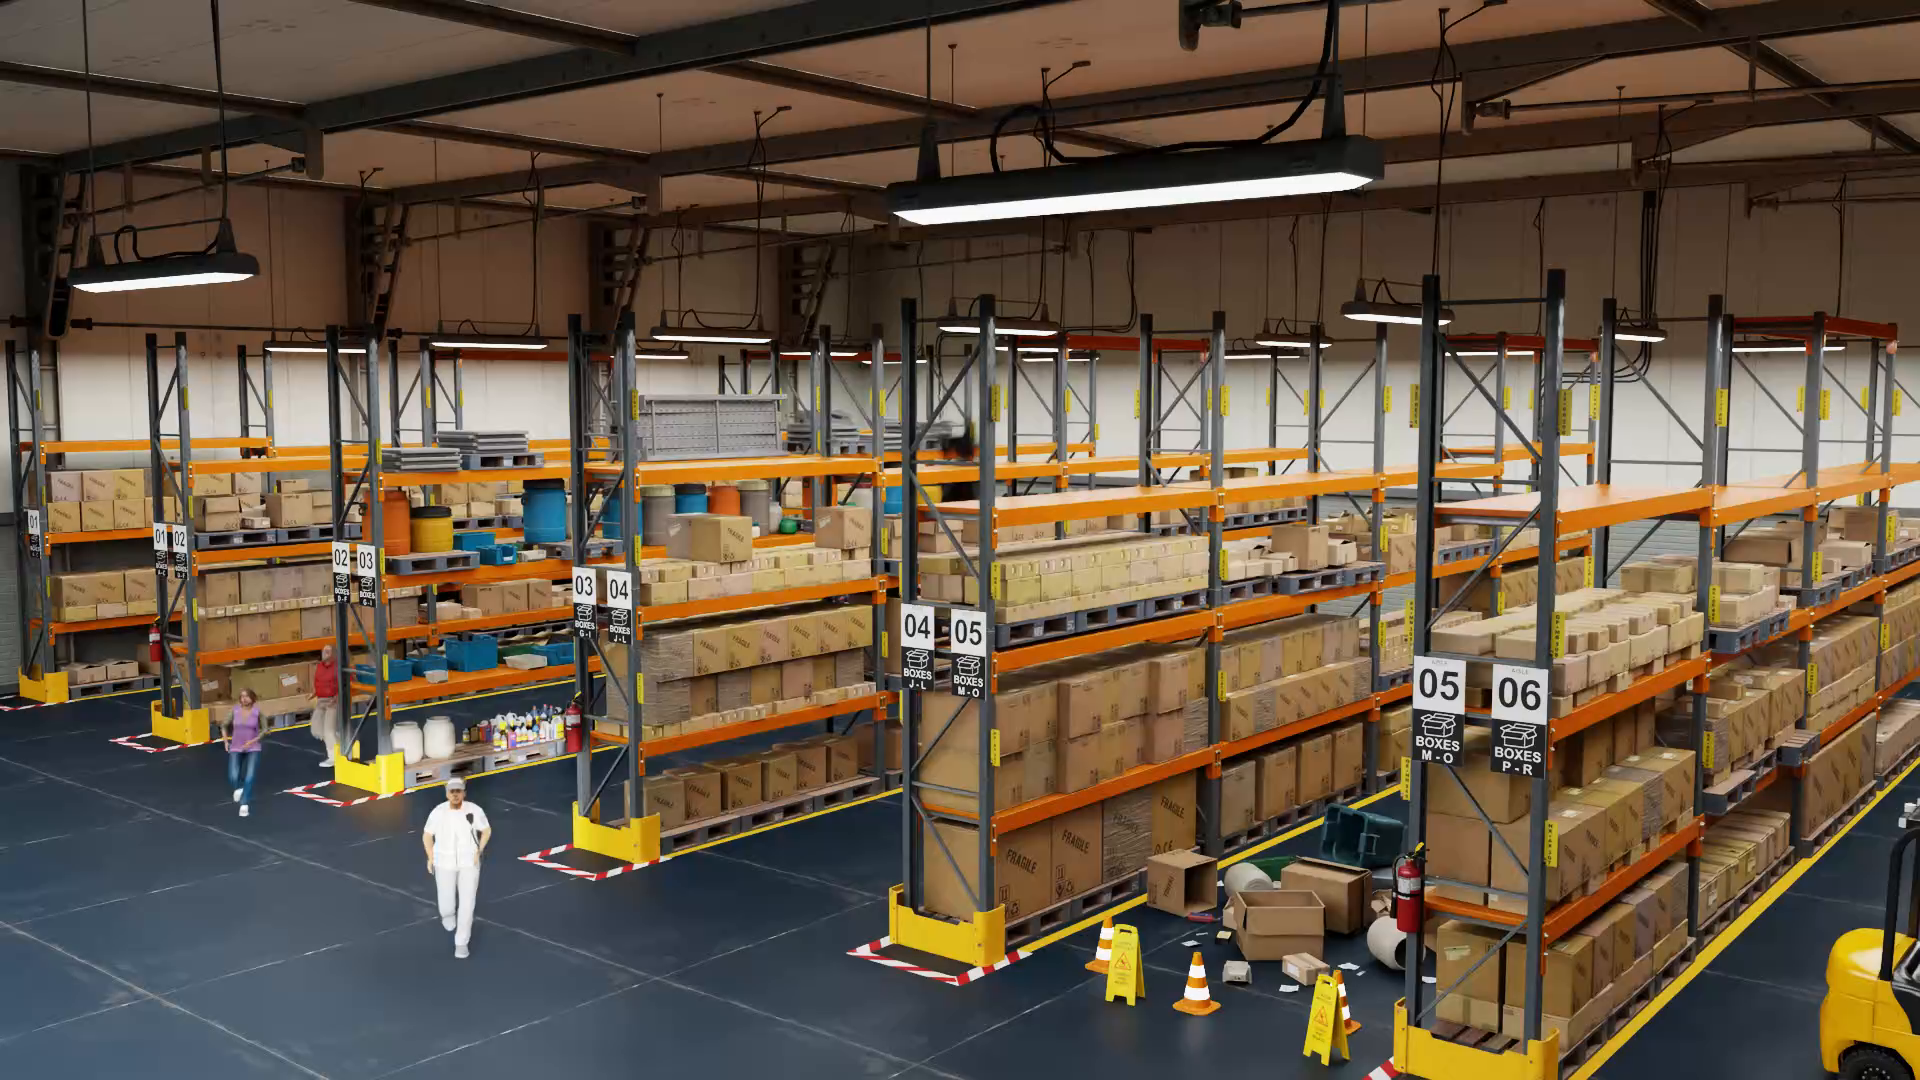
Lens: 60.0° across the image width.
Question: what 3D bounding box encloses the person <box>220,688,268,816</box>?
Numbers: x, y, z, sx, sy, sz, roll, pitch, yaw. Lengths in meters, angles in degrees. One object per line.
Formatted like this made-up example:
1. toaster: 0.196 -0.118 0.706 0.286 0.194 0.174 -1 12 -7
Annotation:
1. person: -8.741 2.580 20.322 0.543 1.553 0.502 -2 5 -20

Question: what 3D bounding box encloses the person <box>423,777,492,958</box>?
1. person: -4.637 2.987 15.363 0.613 1.629 0.586 -1 5 -16

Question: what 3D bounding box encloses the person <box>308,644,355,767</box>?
1. person: -8.646 2.263 22.938 0.649 1.680 0.595 2 6 22
